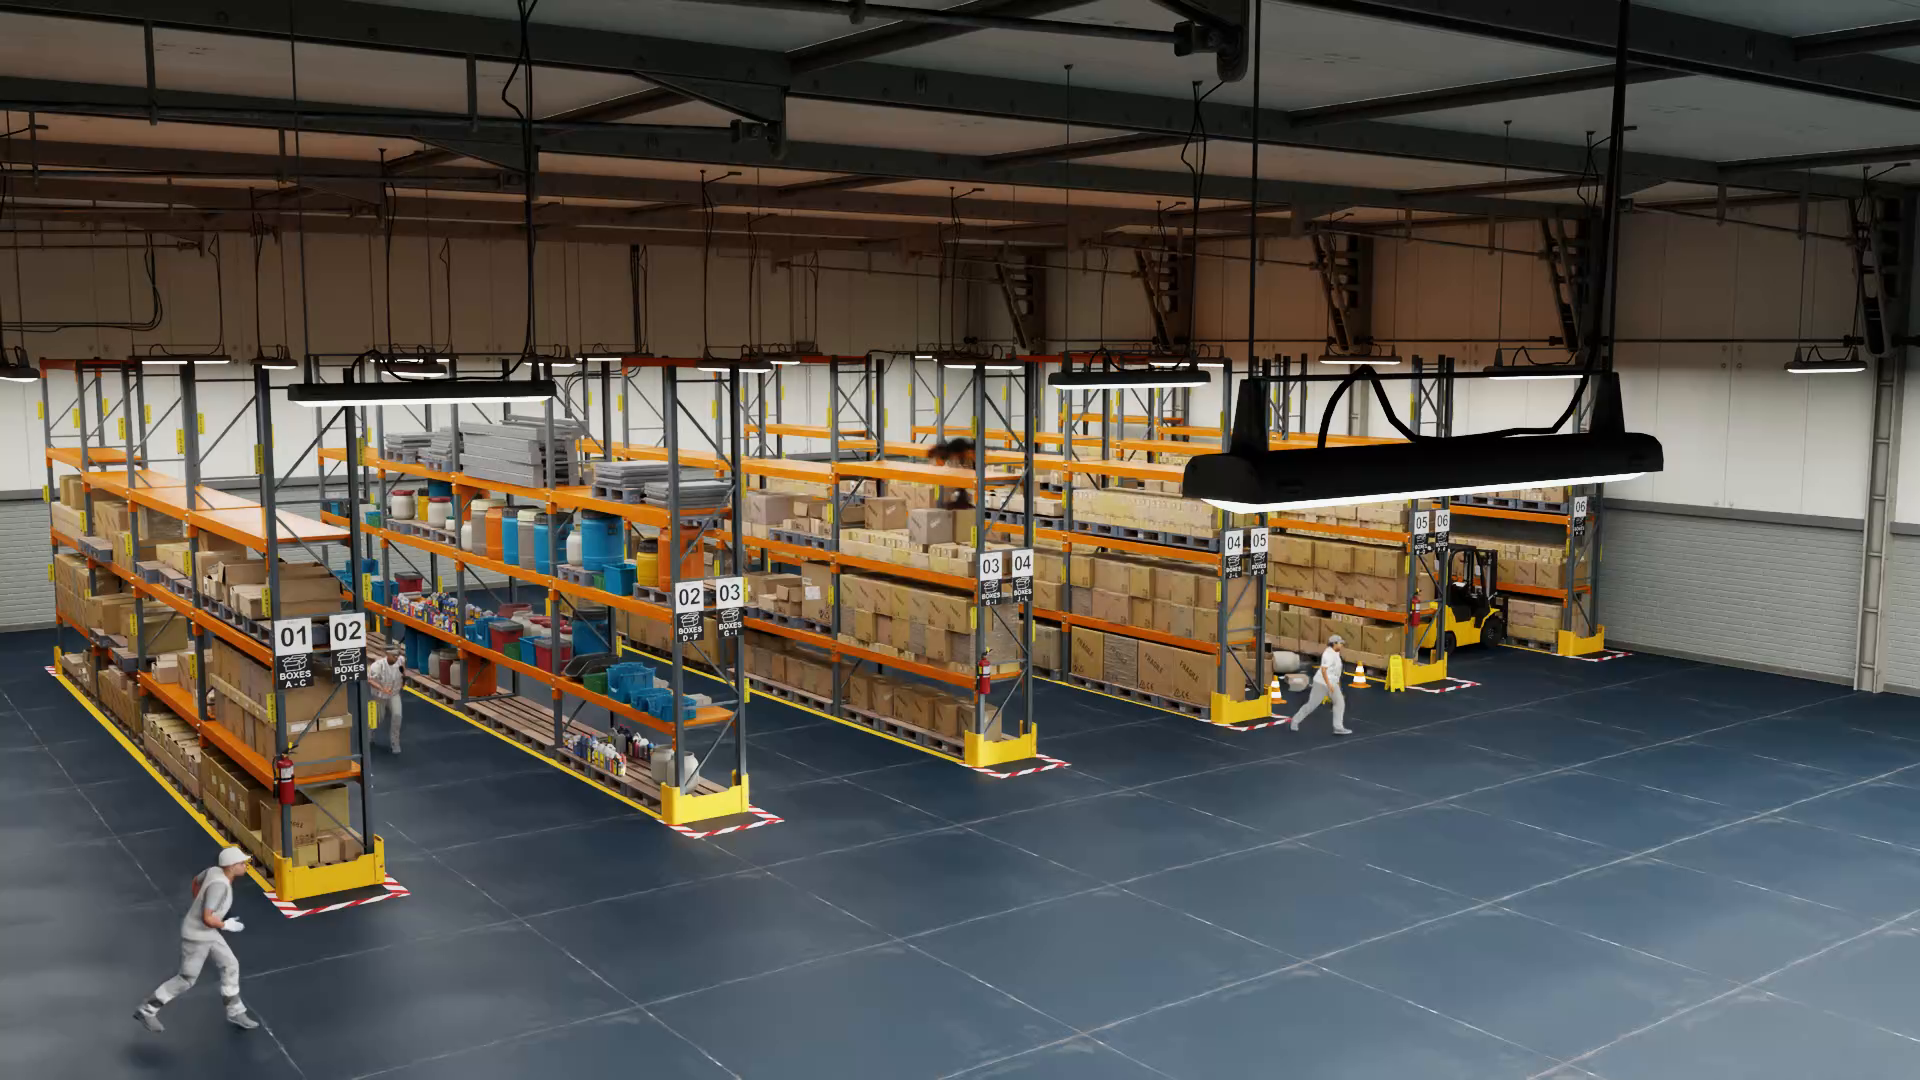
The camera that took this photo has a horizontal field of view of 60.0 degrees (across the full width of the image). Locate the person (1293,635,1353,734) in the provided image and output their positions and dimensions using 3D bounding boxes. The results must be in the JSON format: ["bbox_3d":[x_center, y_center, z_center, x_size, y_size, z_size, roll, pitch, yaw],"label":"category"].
[{"bbox_3d":[5.860,2.311,26.767,0.938,1.599,0.611,4,8,30],"label":"person"}]

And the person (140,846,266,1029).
[{"bbox_3d":[-6.946,3.682,15.194,1.043,1.732,0.685,-3,8,-24],"label":"person"}]

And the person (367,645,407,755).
[{"bbox_3d":[-8.925,2.428,25.799,1.012,1.724,0.690,6,9,41],"label":"person"}]
